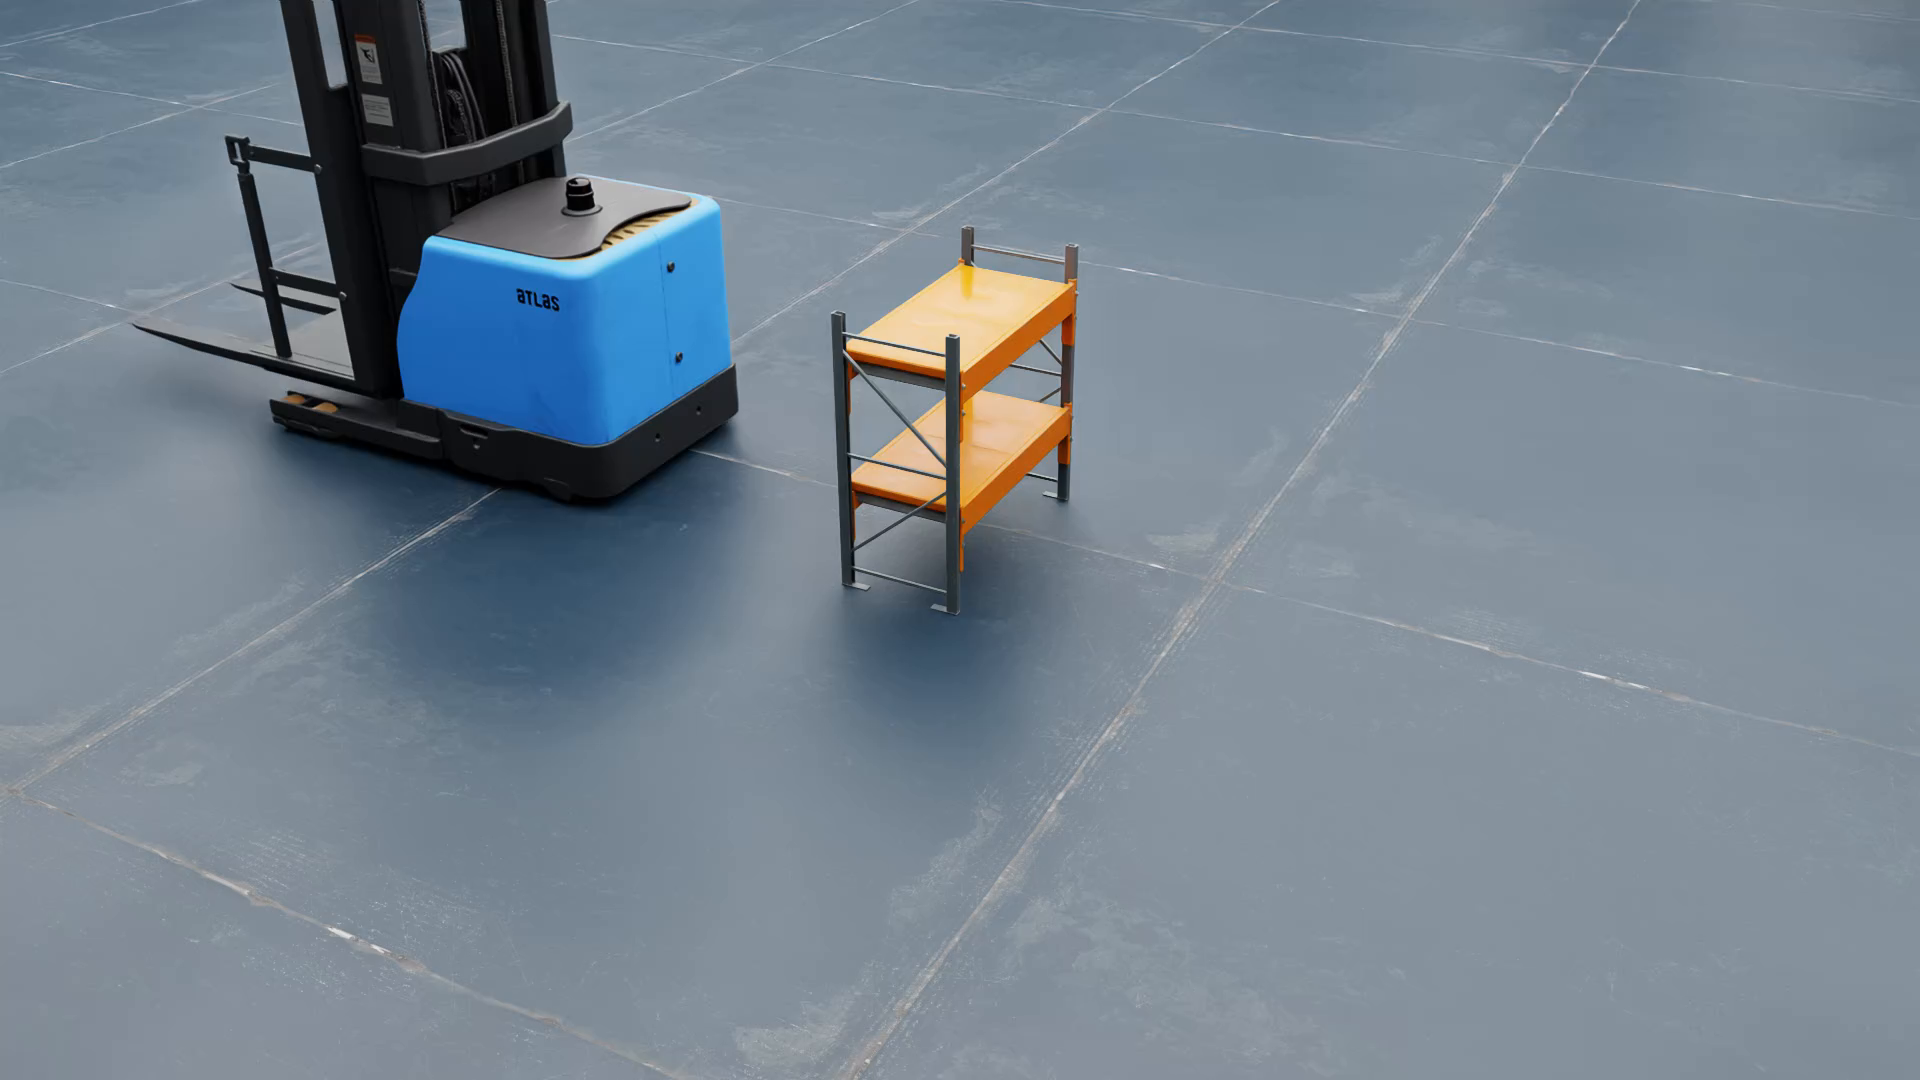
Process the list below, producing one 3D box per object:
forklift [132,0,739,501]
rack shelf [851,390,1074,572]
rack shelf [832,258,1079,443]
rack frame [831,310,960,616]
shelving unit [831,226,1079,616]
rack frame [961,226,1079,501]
[{"bbox_3d":[-2.566,-1.941,7.186,3.031,2.935,1.130,14,33,24],"label":"forklift"},{"bbox_3d":[0.003,-0.279,6.597,0.538,0.278,1.000,14,33,23],"label":"rack shelf"},{"bbox_3d":[0.003,-0.745,6.329,0.538,0.278,1.000,14,33,23],"label":"rack shelf"},{"bbox_3d":[-0.229,-0.265,6.083,0.500,1.125,0.032,14,33,23],"label":"rack frame"},{"bbox_3d":[0.003,-0.491,6.475,0.538,1.125,1.048,14,33,23],"label":"shelving unit"},{"bbox_3d":[0.235,-0.716,6.868,0.500,1.125,0.032,14,33,23],"label":"rack frame"}]
